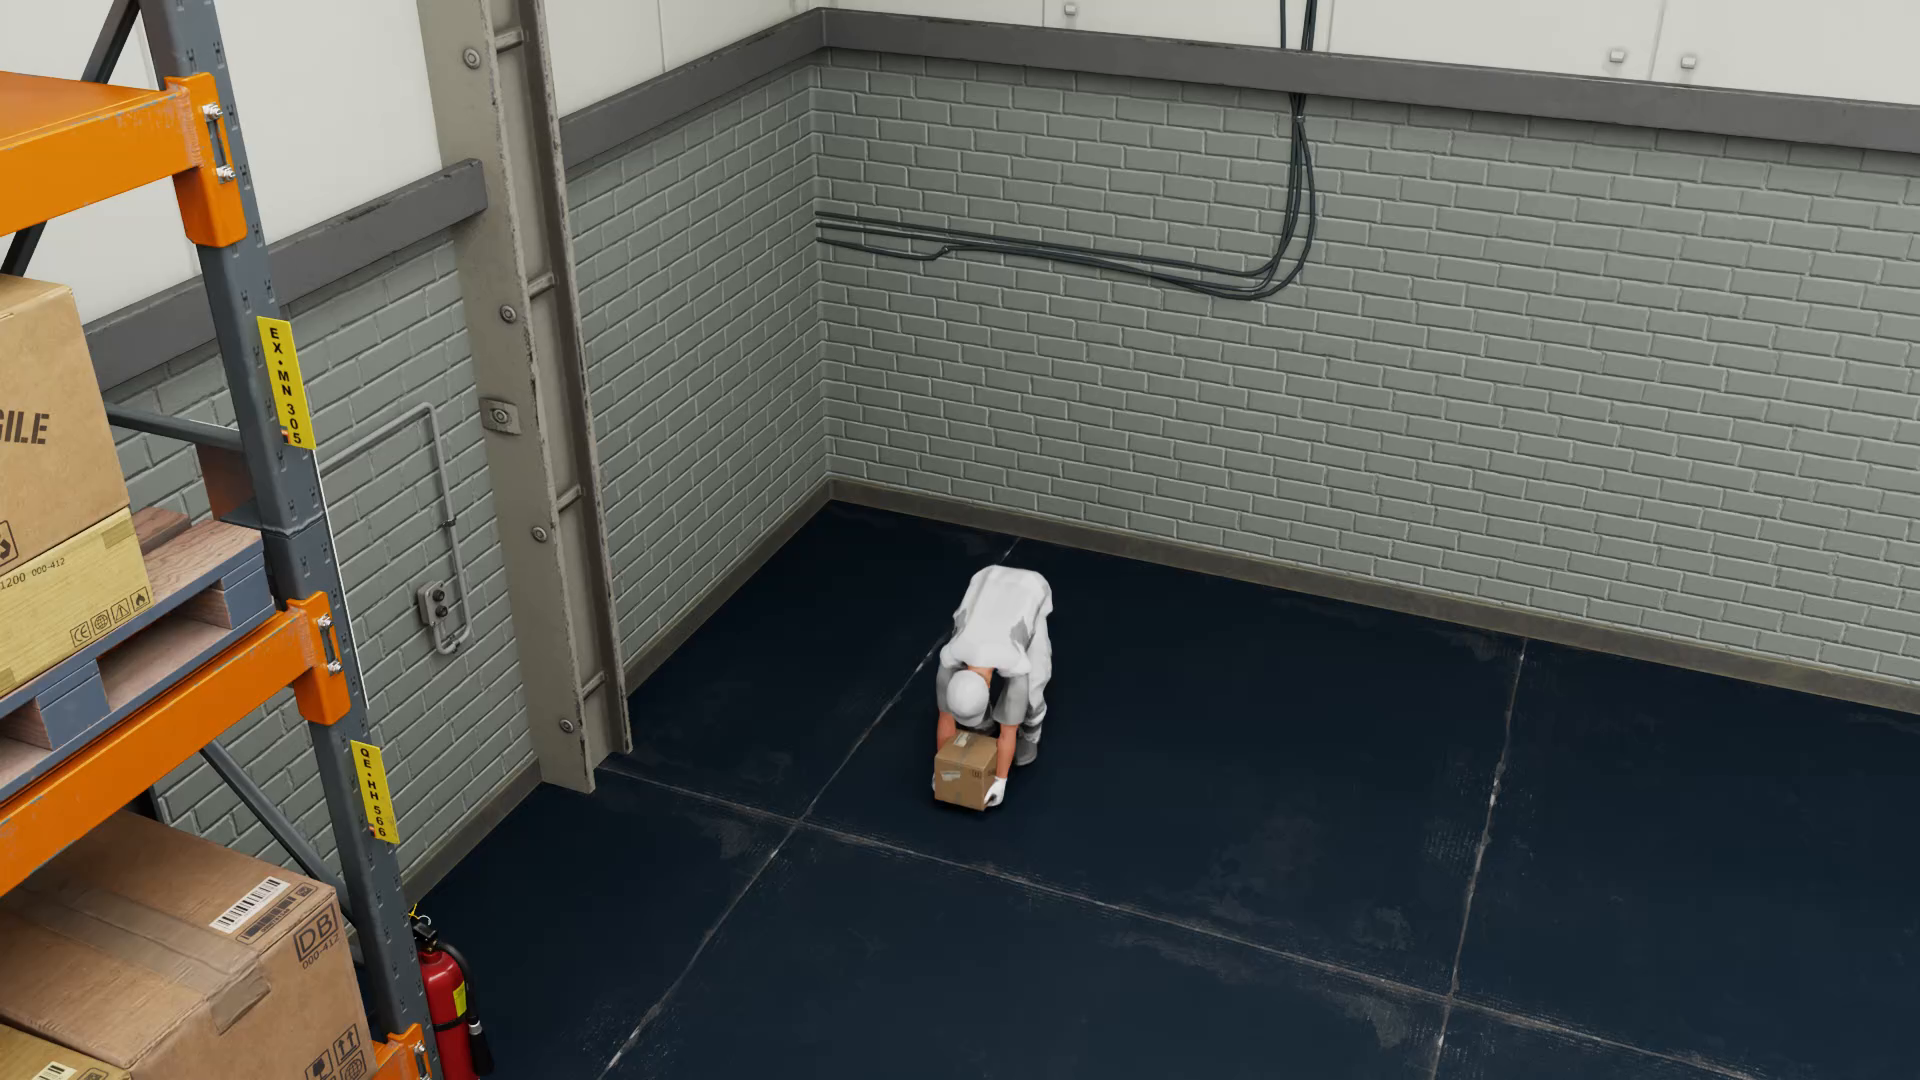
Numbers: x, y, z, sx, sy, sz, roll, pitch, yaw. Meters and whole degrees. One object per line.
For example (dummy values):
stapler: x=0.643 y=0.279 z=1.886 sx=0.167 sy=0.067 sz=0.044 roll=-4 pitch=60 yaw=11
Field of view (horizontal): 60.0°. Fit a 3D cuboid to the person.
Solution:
person: x=0.153 y=0.692 z=7.977 sx=0.533 sy=0.970 sz=0.948 roll=10 pitch=31 yaw=17
